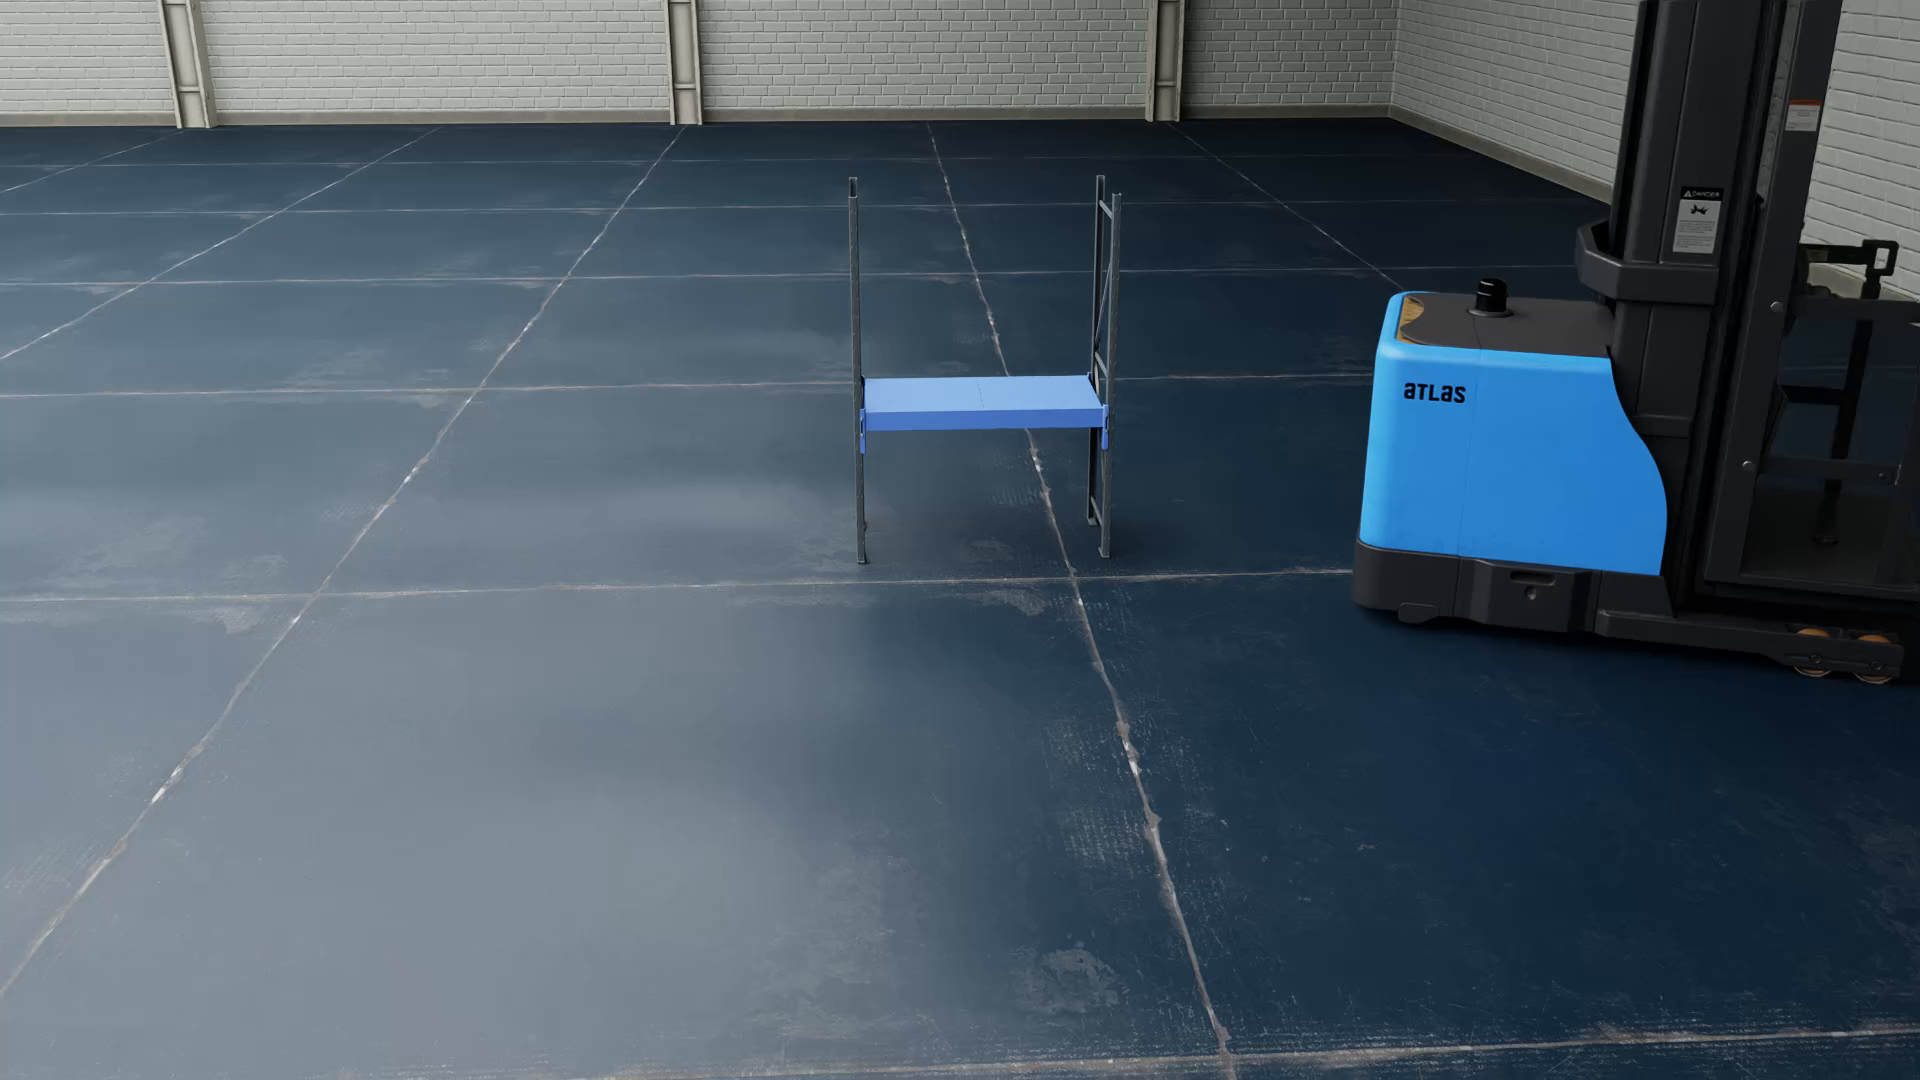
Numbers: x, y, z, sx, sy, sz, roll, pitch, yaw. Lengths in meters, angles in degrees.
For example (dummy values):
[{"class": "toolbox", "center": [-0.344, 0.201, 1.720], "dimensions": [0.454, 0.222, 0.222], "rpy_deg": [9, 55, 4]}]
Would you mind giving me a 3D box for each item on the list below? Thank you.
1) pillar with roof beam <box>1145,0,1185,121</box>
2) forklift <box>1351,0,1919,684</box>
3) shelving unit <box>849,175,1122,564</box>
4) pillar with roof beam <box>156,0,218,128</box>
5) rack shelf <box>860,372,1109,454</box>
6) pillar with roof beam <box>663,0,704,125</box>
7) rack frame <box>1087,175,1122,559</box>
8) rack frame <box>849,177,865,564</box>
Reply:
[{"class": "pillar with roof beam", "center": [2.821, -8.025, 15.552], "dimensions": [0.400, 9.000, 9.100], "rpy_deg": [-1, 21, -3]}, {"class": "forklift", "center": [3.065, -1.080, 5.837], "dimensions": [3.031, 2.935, 1.130], "rpy_deg": [6, 22, 15]}, {"class": "shelving unit", "center": [0.085, -0.703, 6.859], "dimensions": [1.048, 1.500, 0.538], "rpy_deg": [-1, 21, -3]}, {"class": "pillar with roof beam", "center": [-9.159, -7.781, 14.911], "dimensions": [0.400, 9.000, 9.100], "rpy_deg": [-1, 21, -3]}, {"class": "rack shelf", "center": [0.085, -0.535, 6.923], "dimensions": [1.000, 0.185, 0.538], "rpy_deg": [-1, 21, -3]}, {"class": "pillar with roof beam", "center": [-3.169, -7.903, 15.231], "dimensions": [0.400, 9.000, 9.100], "rpy_deg": [-1, 21, -3]}, {"class": "rack frame", "center": [0.593, -0.713, 6.886], "dimensions": [0.032, 1.500, 0.500], "rpy_deg": [-1, 21, -3]}, {"class": "rack frame", "center": [-0.422, -0.692, 6.832], "dimensions": [0.032, 1.500, 0.500], "rpy_deg": [-1, 21, -3]}]
